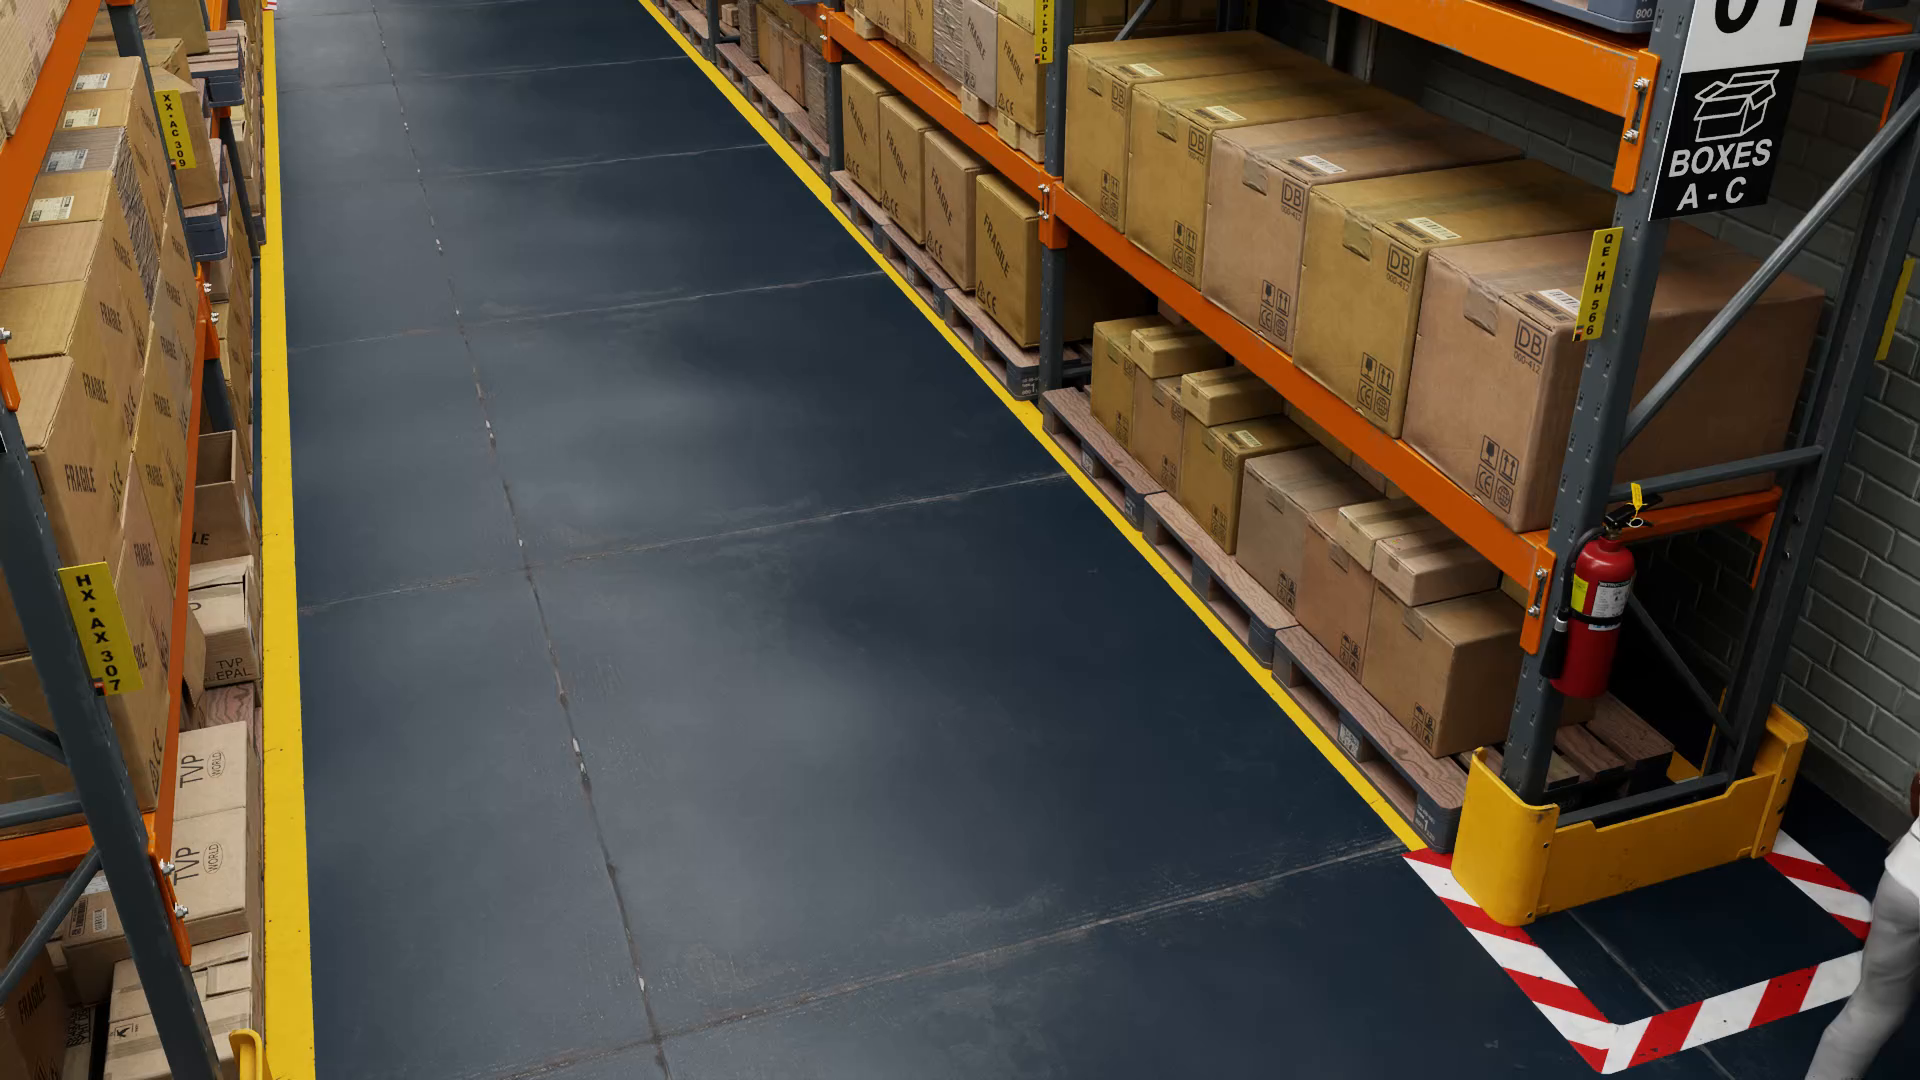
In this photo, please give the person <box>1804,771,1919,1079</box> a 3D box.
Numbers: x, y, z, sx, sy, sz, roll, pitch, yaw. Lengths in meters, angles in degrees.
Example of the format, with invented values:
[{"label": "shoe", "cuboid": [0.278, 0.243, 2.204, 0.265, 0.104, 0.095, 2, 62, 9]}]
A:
[{"label": "person", "cuboid": [2.676, 0.980, 4.421, 0.709, 1.705, 0.525, -12, 32, -20]}]
